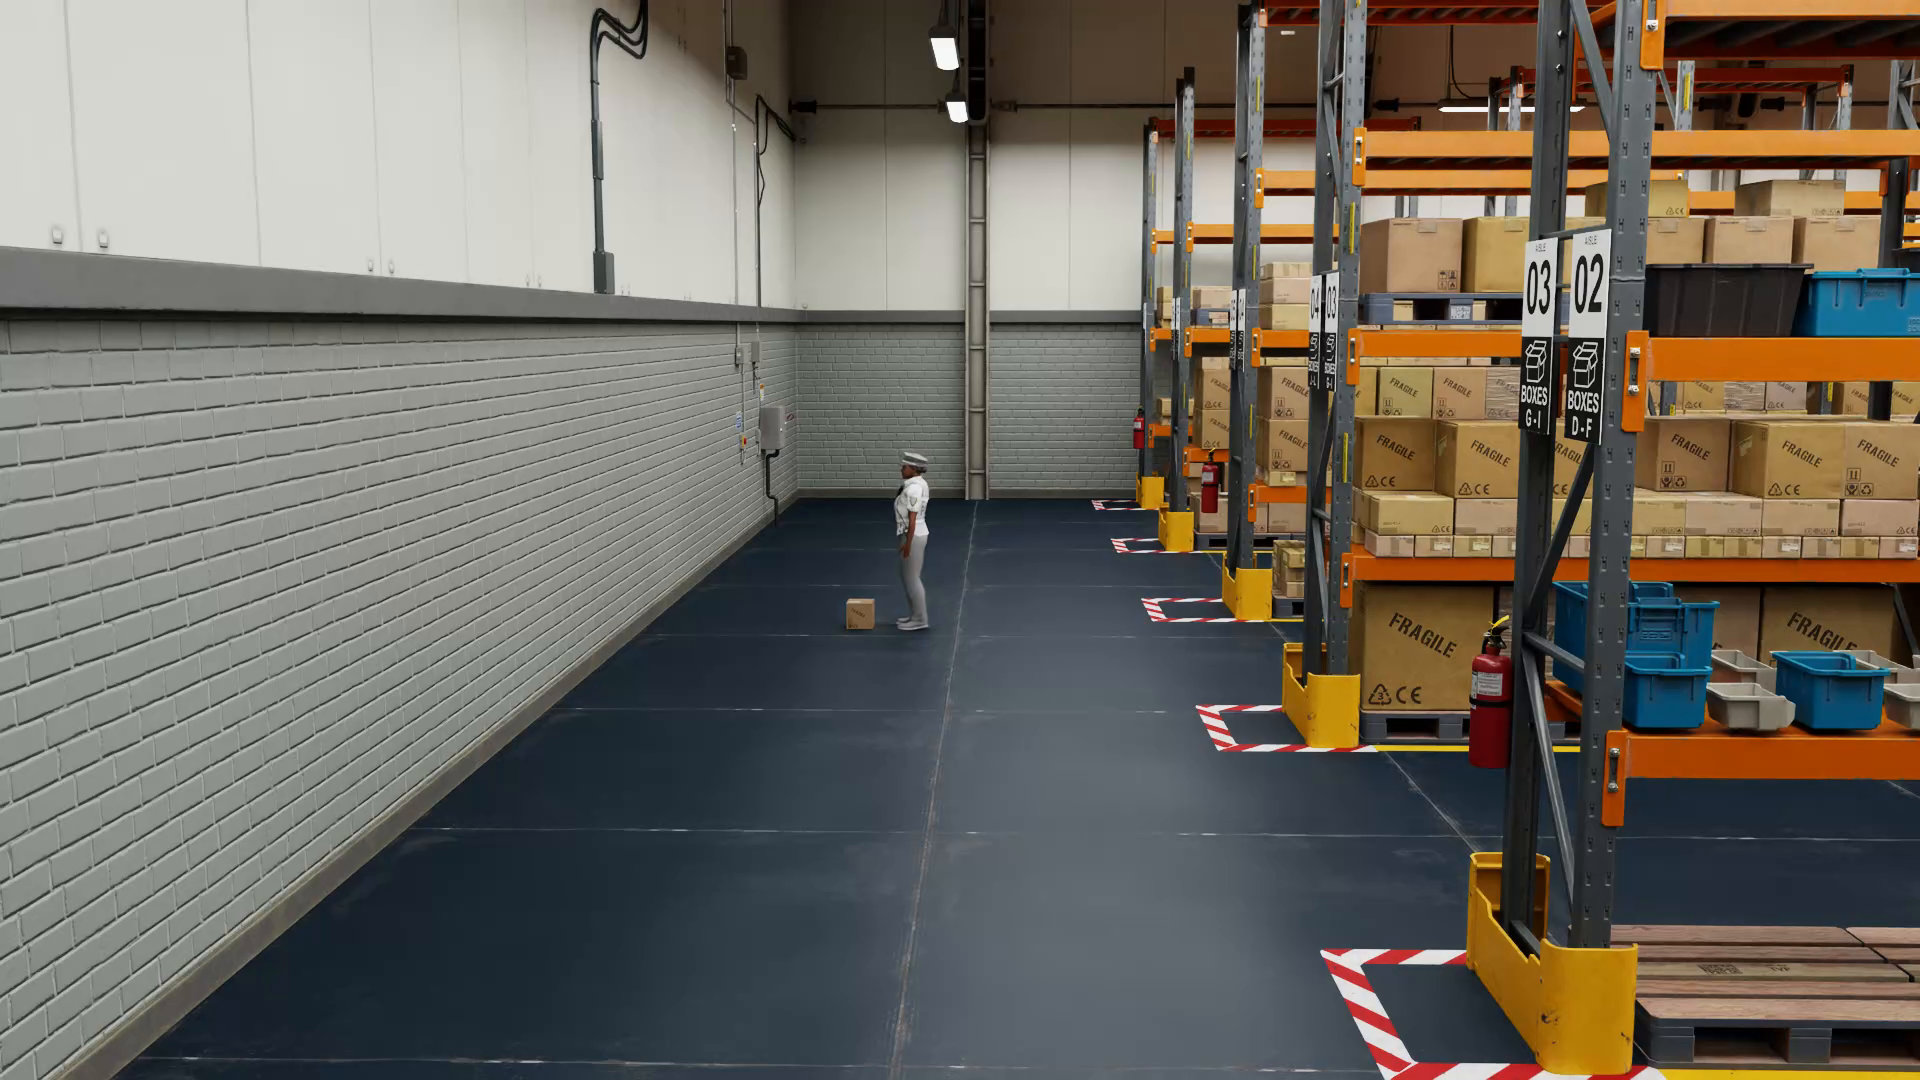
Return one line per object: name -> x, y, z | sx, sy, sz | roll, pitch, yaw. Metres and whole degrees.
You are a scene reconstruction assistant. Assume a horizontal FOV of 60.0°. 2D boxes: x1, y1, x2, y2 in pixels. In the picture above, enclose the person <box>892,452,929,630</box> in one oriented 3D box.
person -> -0.463, 0.003, 15.716 | 0.340, 1.683, 0.436 | 0, 7, 3
